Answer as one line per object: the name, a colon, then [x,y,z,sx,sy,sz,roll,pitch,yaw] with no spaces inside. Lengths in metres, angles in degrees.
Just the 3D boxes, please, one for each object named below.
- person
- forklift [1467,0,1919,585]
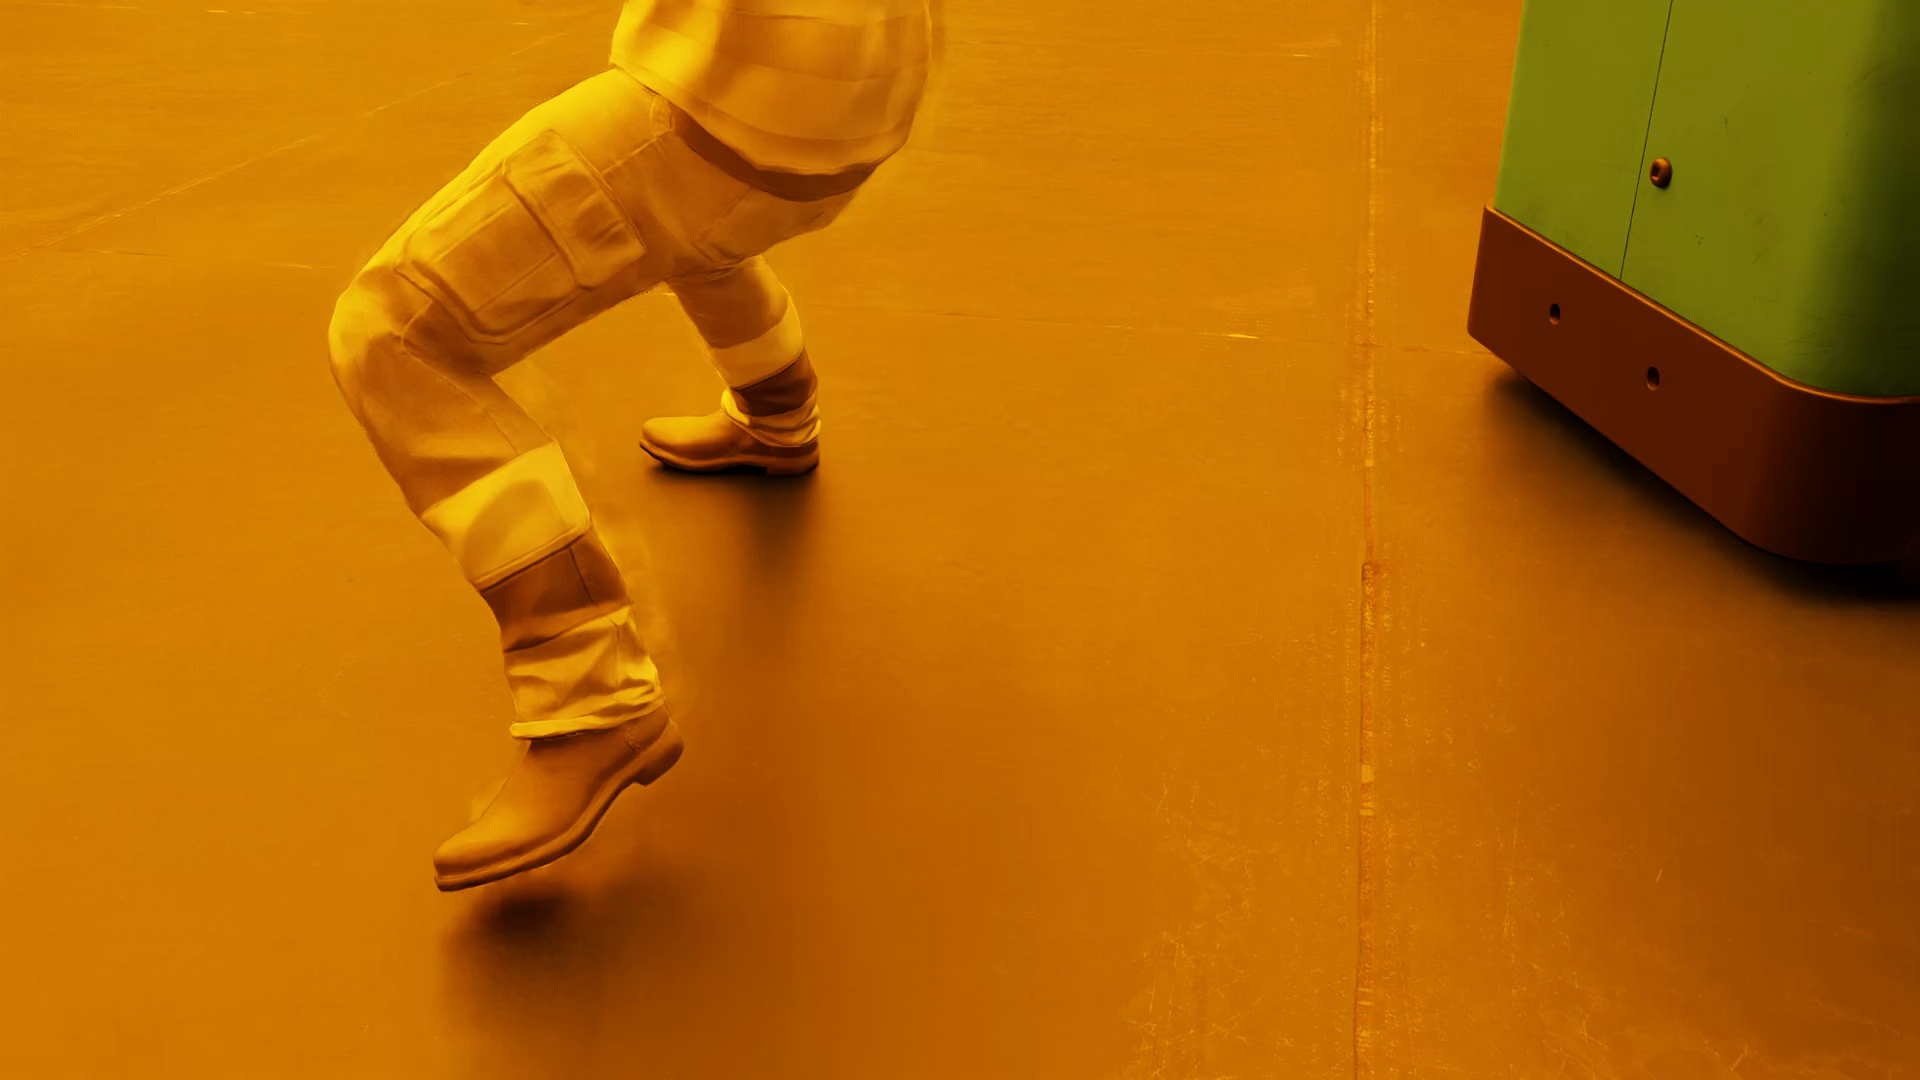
person: [-0.399,-0.563,1.899,0.691,1.547,1.228,11,29,20]
forklift: [2.515,-1.556,2.330,3.031,2.935,1.130,-5,27,-9]
